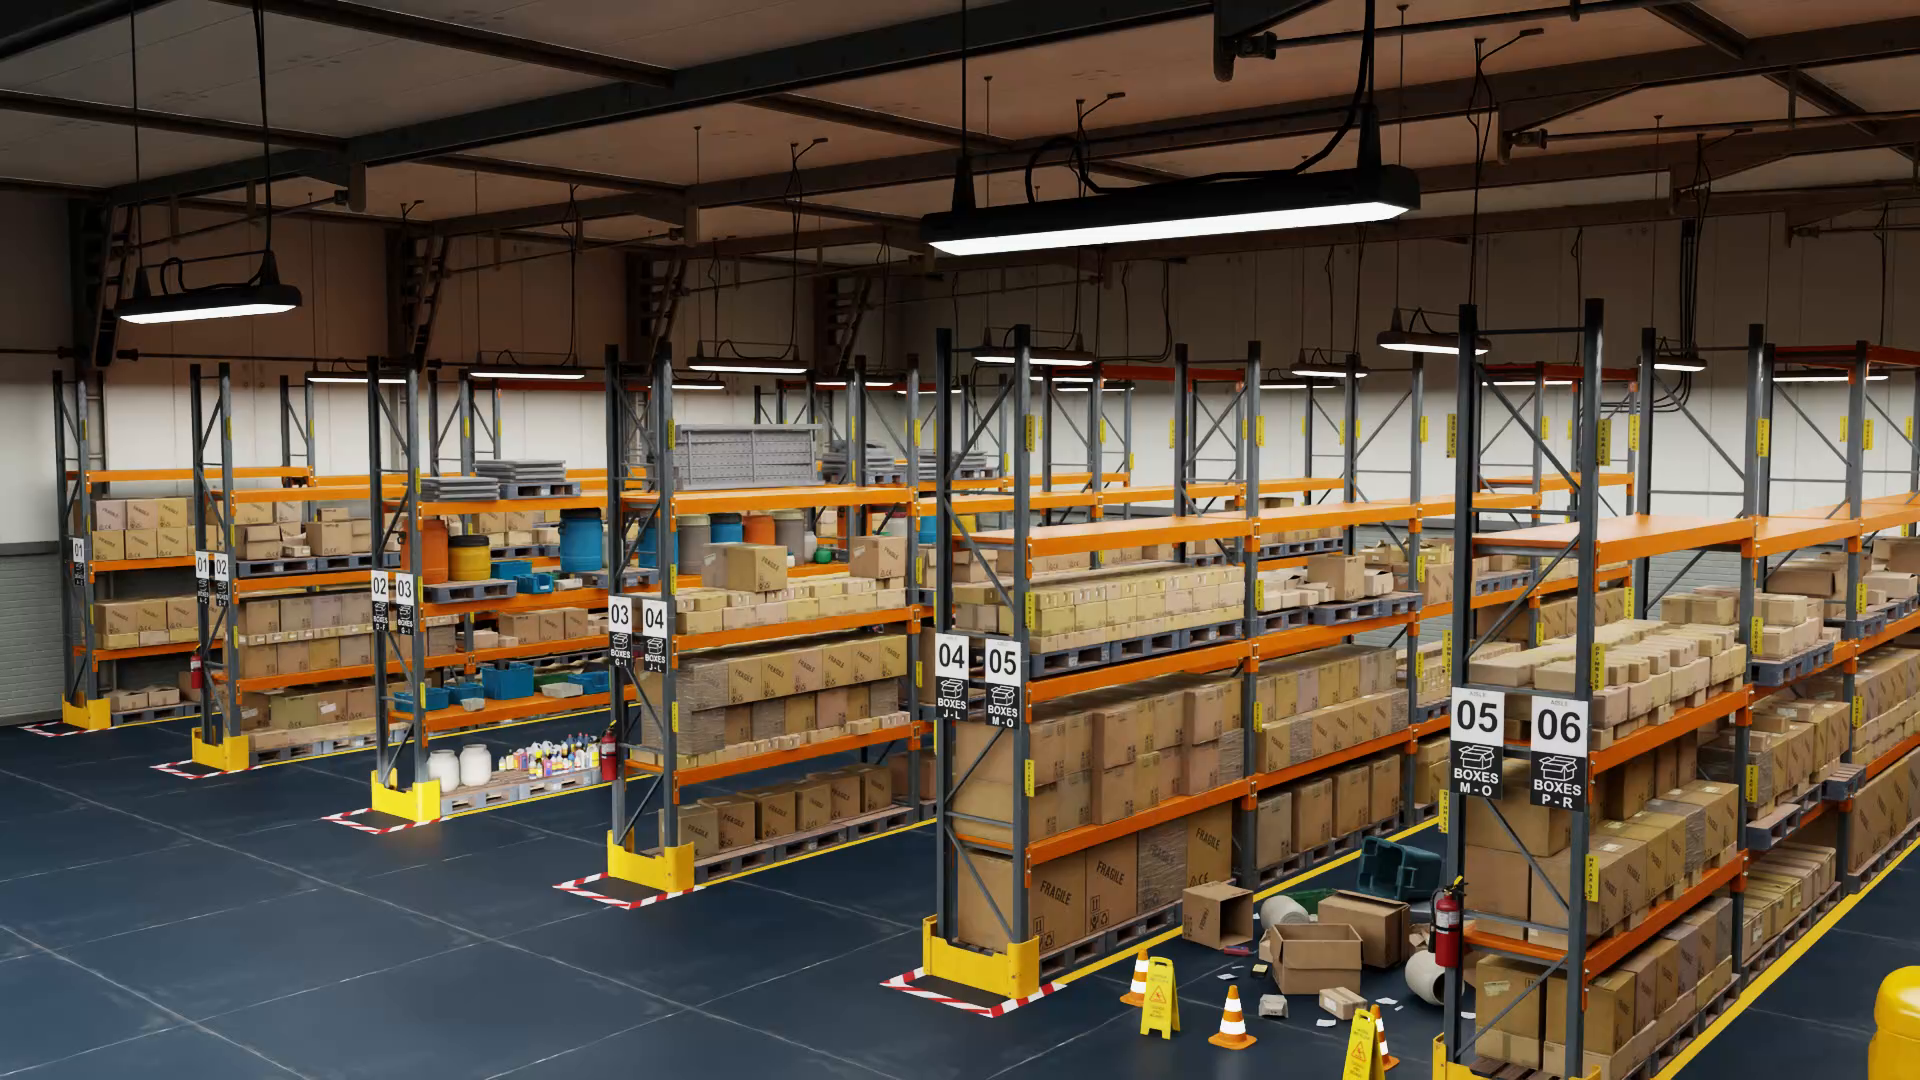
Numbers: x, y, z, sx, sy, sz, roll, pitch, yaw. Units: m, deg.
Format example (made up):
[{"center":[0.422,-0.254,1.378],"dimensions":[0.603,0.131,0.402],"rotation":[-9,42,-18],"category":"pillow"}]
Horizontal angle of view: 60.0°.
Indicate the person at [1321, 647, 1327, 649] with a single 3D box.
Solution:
[{"center":[5.644,2.471,25.957],"dimensions":[0.979,1.594,0.452],"rotation":[-3,5,-37],"category":"person"}]
